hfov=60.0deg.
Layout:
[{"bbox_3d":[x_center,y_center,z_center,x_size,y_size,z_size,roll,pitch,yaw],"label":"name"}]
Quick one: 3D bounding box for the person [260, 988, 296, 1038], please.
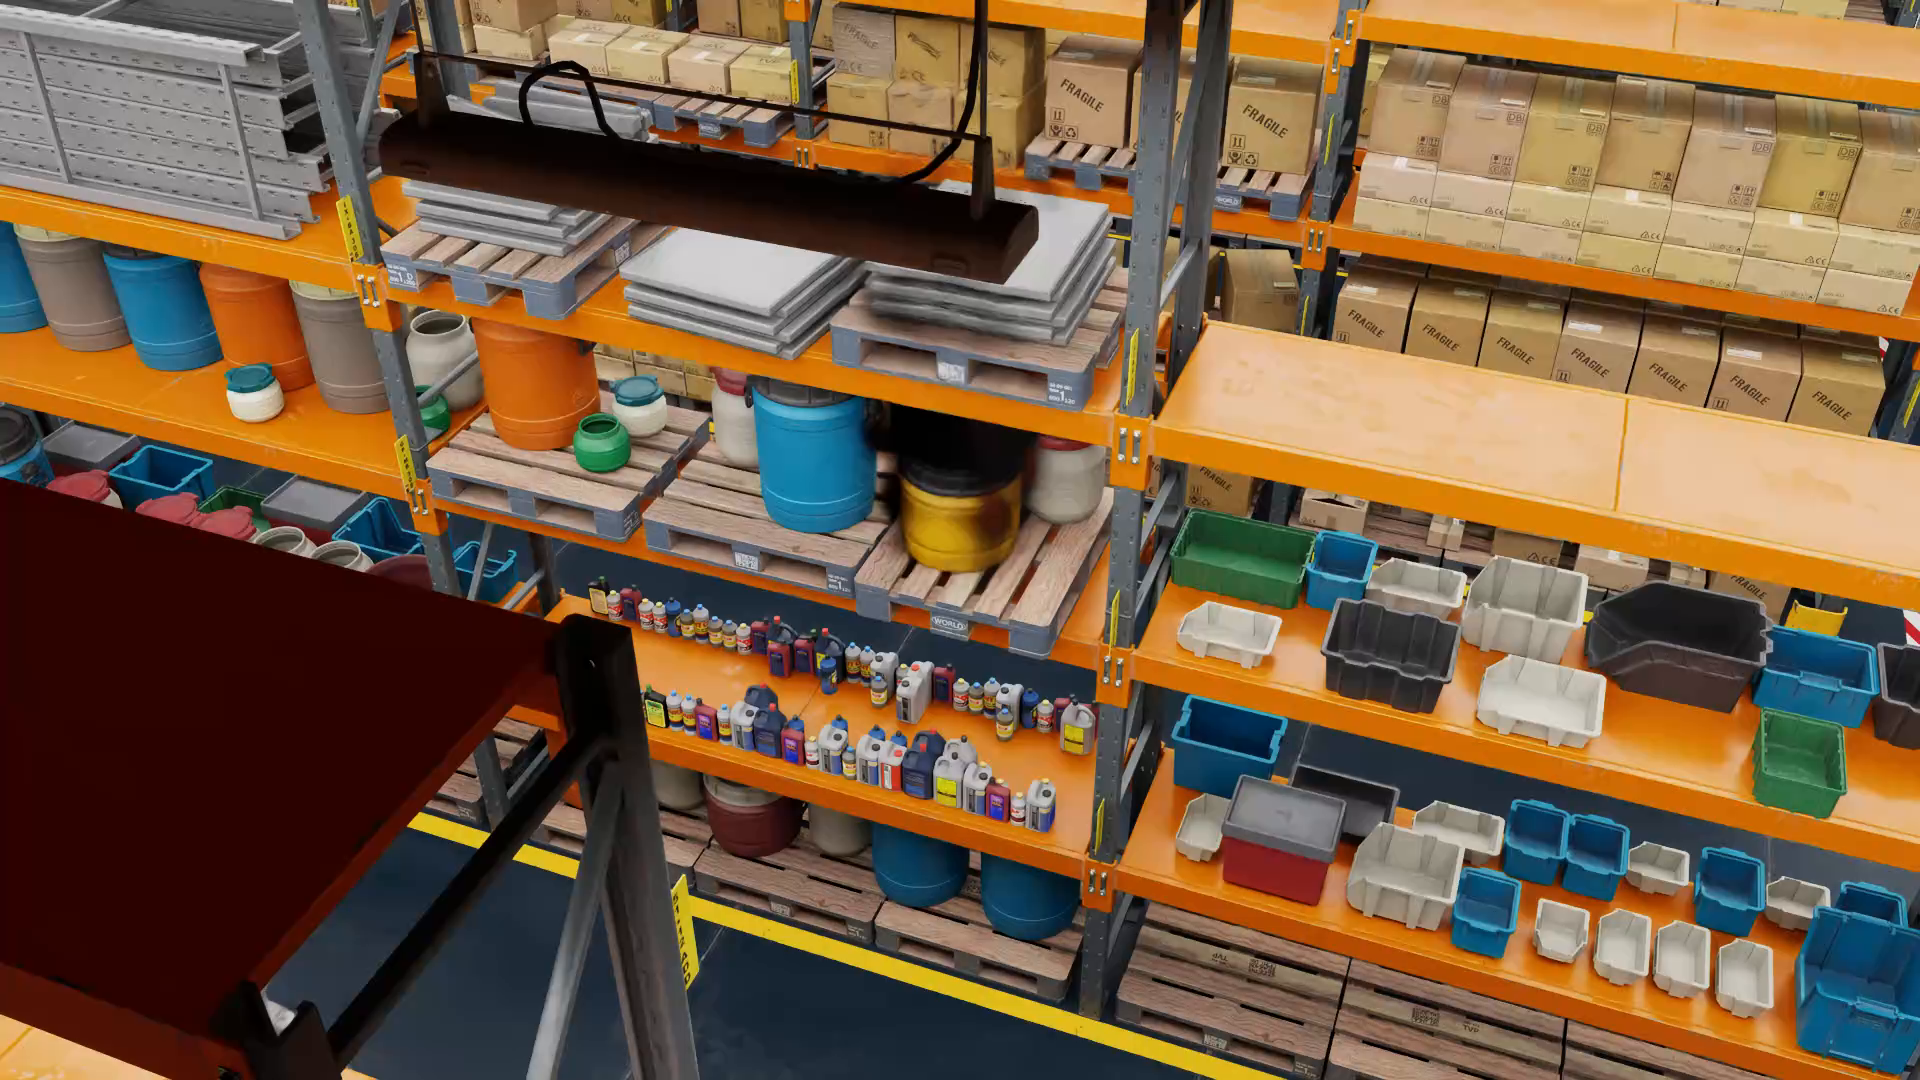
[{"bbox_3d":[-3.927,2.362,8.817,0.896,1.709,0.612,11,38,15],"label":"person"}]
